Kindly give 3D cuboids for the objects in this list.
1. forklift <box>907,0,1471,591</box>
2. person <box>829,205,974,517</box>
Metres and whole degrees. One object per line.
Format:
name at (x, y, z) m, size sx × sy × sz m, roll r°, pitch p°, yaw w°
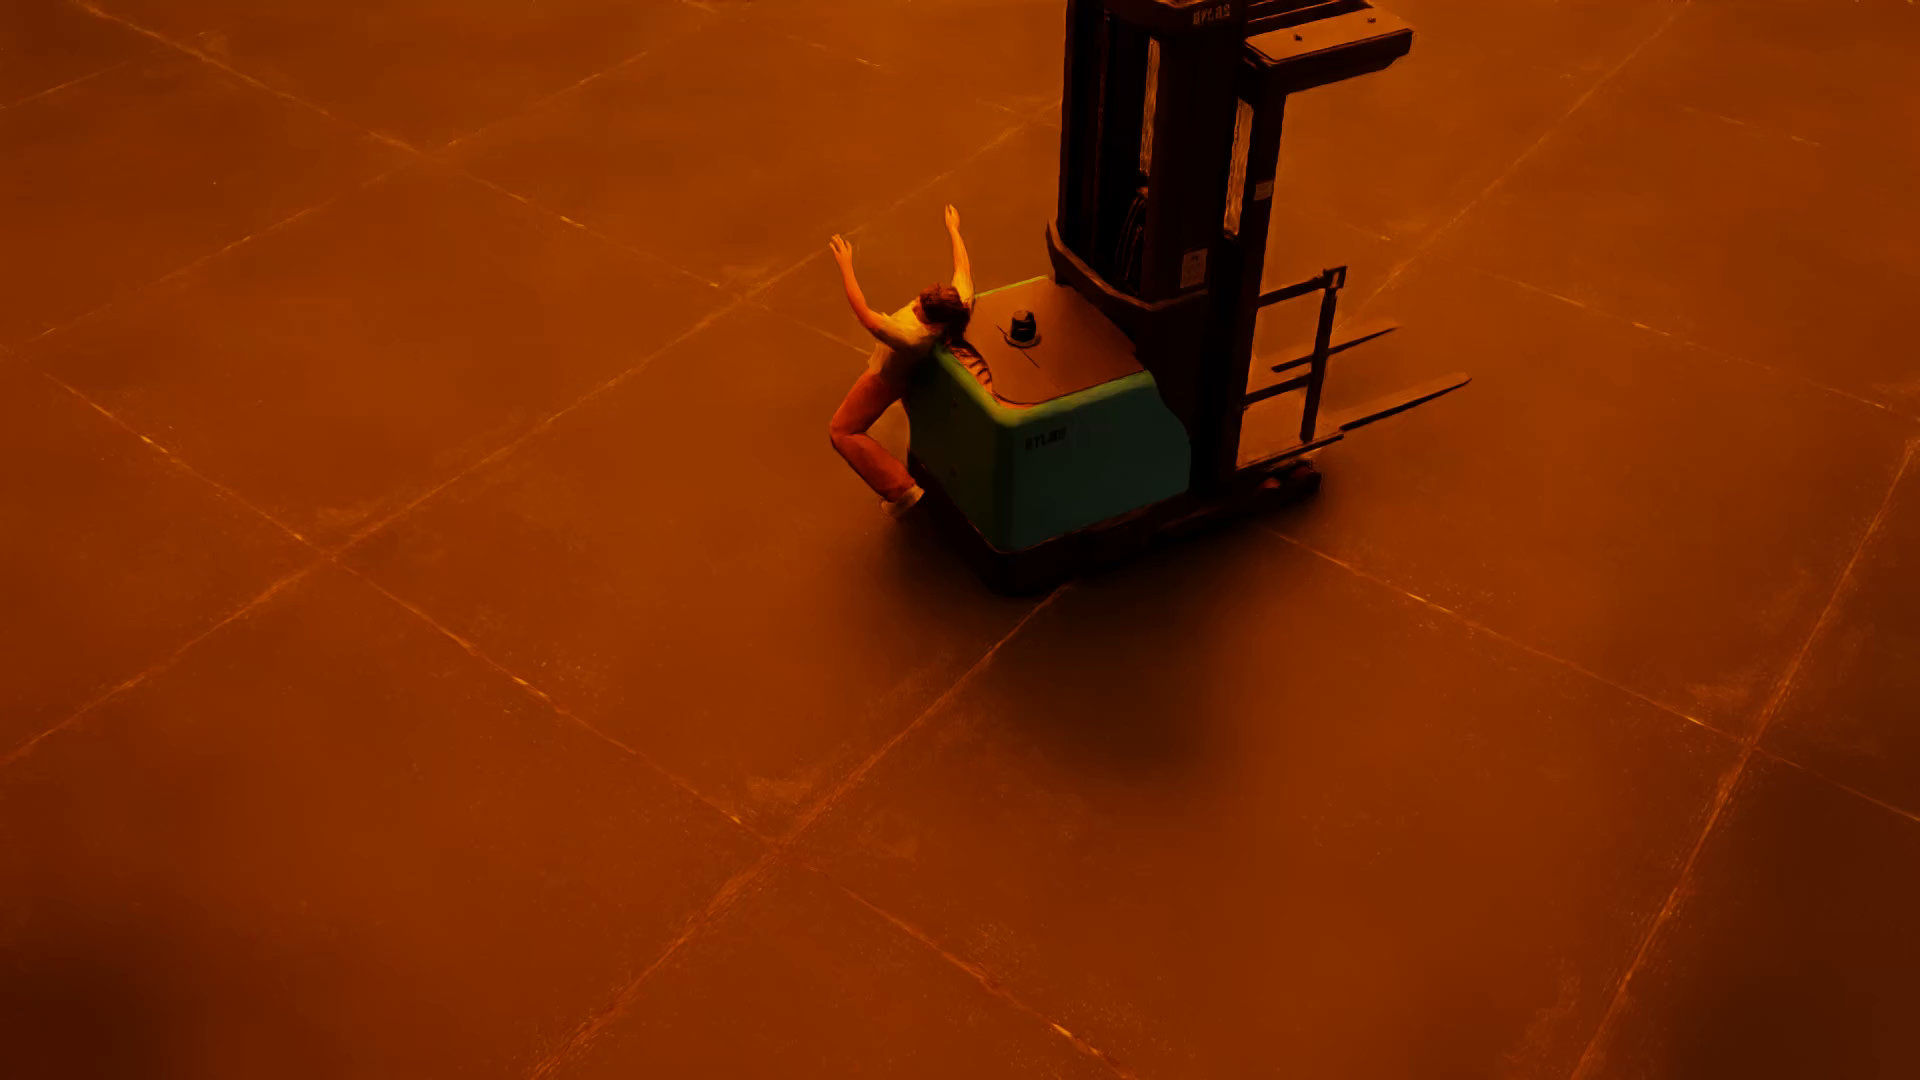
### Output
forklift at (1.279, -1.554, 7.897) m, size 3.031 × 2.935 × 1.130 m, roll -19°, pitch 44°, yaw -21°
person at (-0.145, -0.896, 8.176) m, size 0.654 × 1.541 × 0.951 m, roll 26°, pitch 47°, yaw 27°
